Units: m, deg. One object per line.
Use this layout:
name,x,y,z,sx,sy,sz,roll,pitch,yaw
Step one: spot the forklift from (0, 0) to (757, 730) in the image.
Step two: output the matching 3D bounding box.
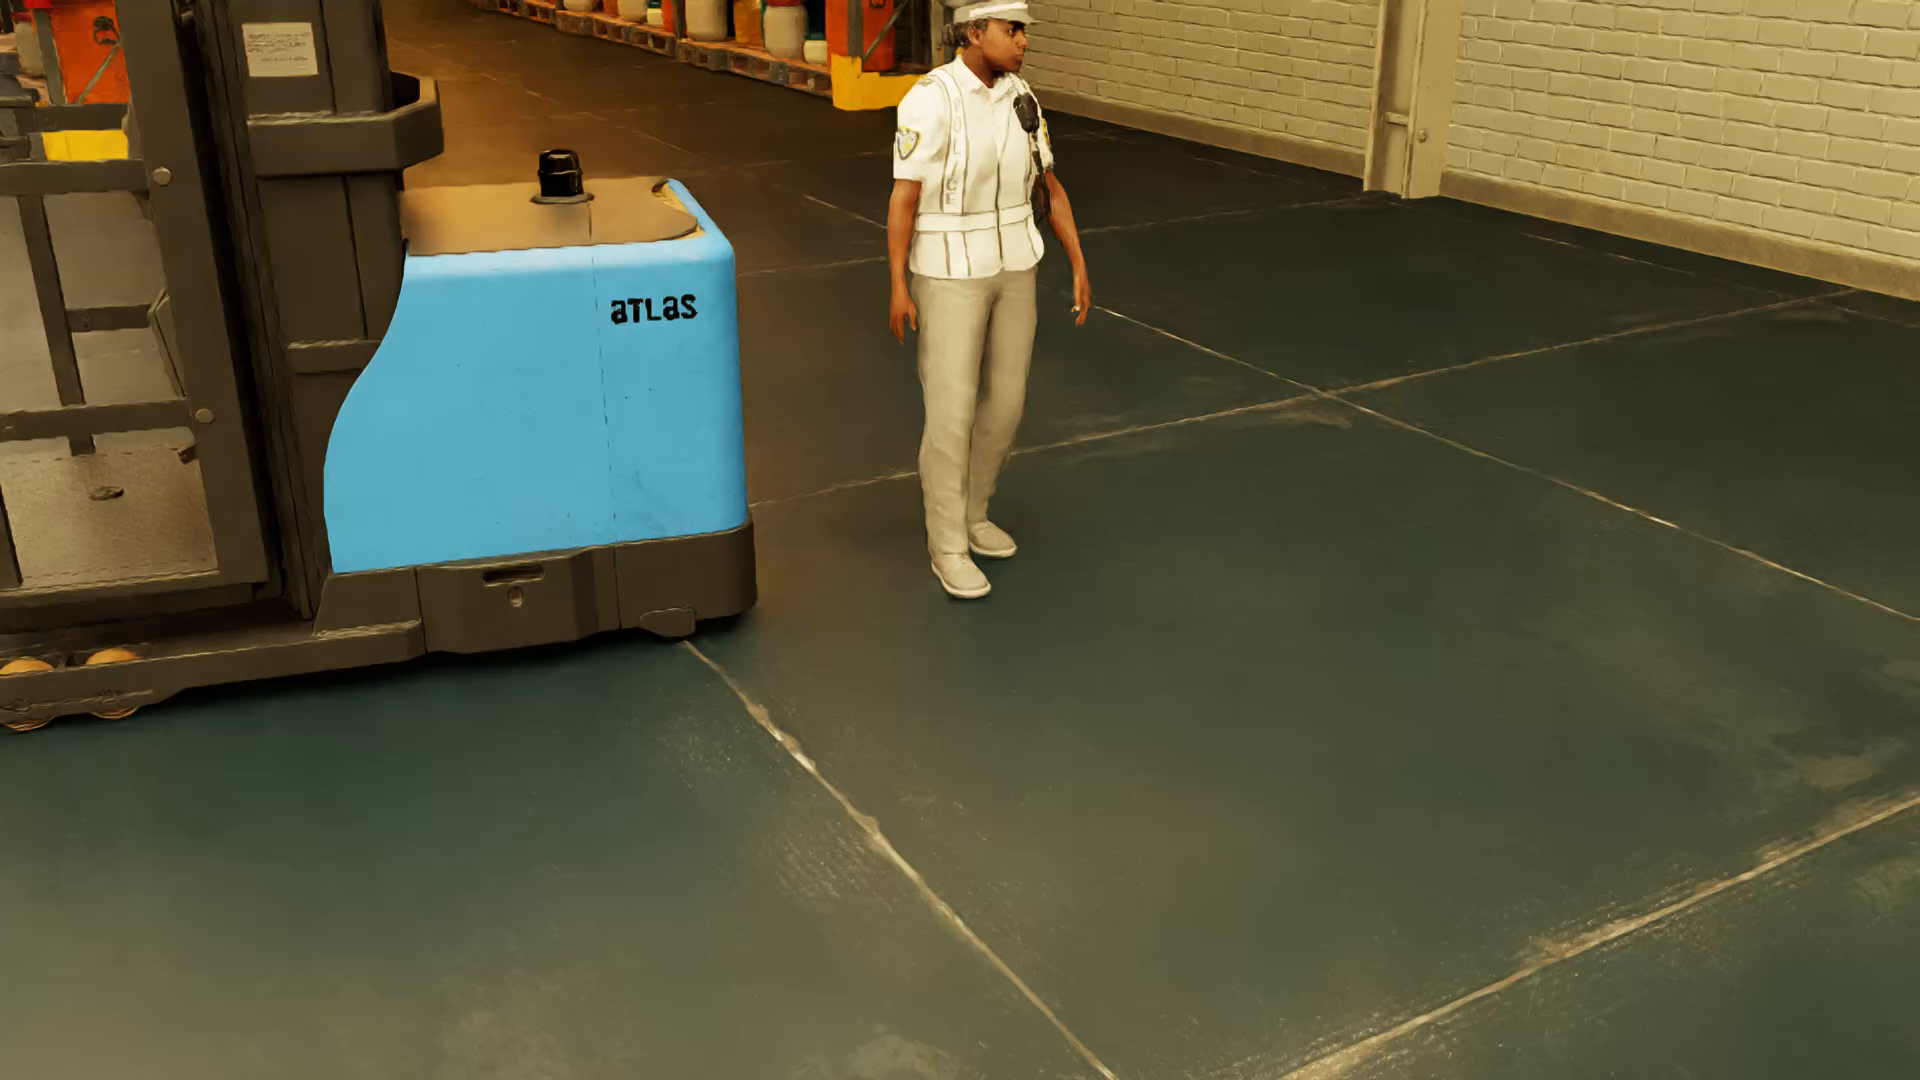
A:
forklift,-2.130,-1.121,4.006,3.031,2.935,1.130,-6,23,-15

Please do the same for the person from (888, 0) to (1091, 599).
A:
person,0.106,-0.721,4.702,0.591,1.665,0.519,-15,27,-32
